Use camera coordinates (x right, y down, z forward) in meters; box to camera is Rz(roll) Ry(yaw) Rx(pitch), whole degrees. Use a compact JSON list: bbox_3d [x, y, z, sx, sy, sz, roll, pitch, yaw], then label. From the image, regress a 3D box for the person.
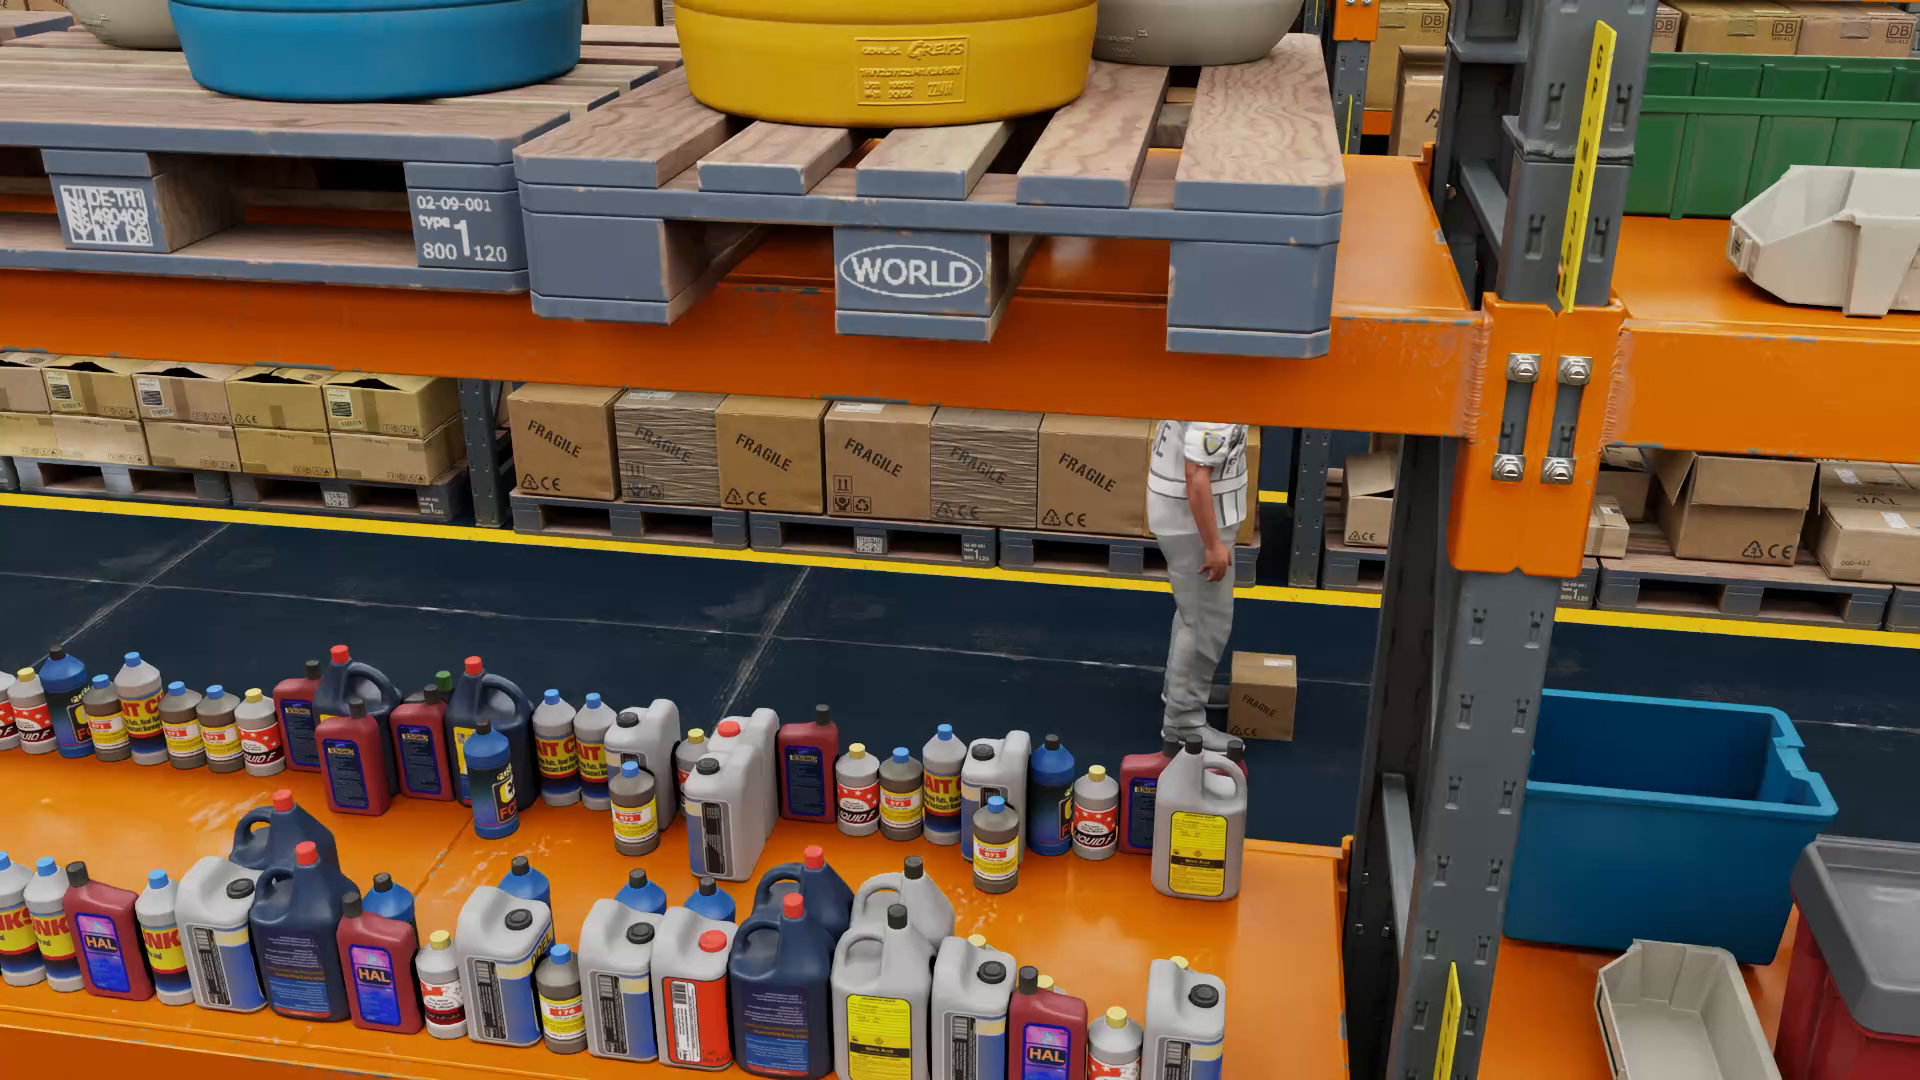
[{"bbox_3d":[0.919,-0.082,6.274,0.432,1.748,0.585,4,25,8],"label":"person"}]
